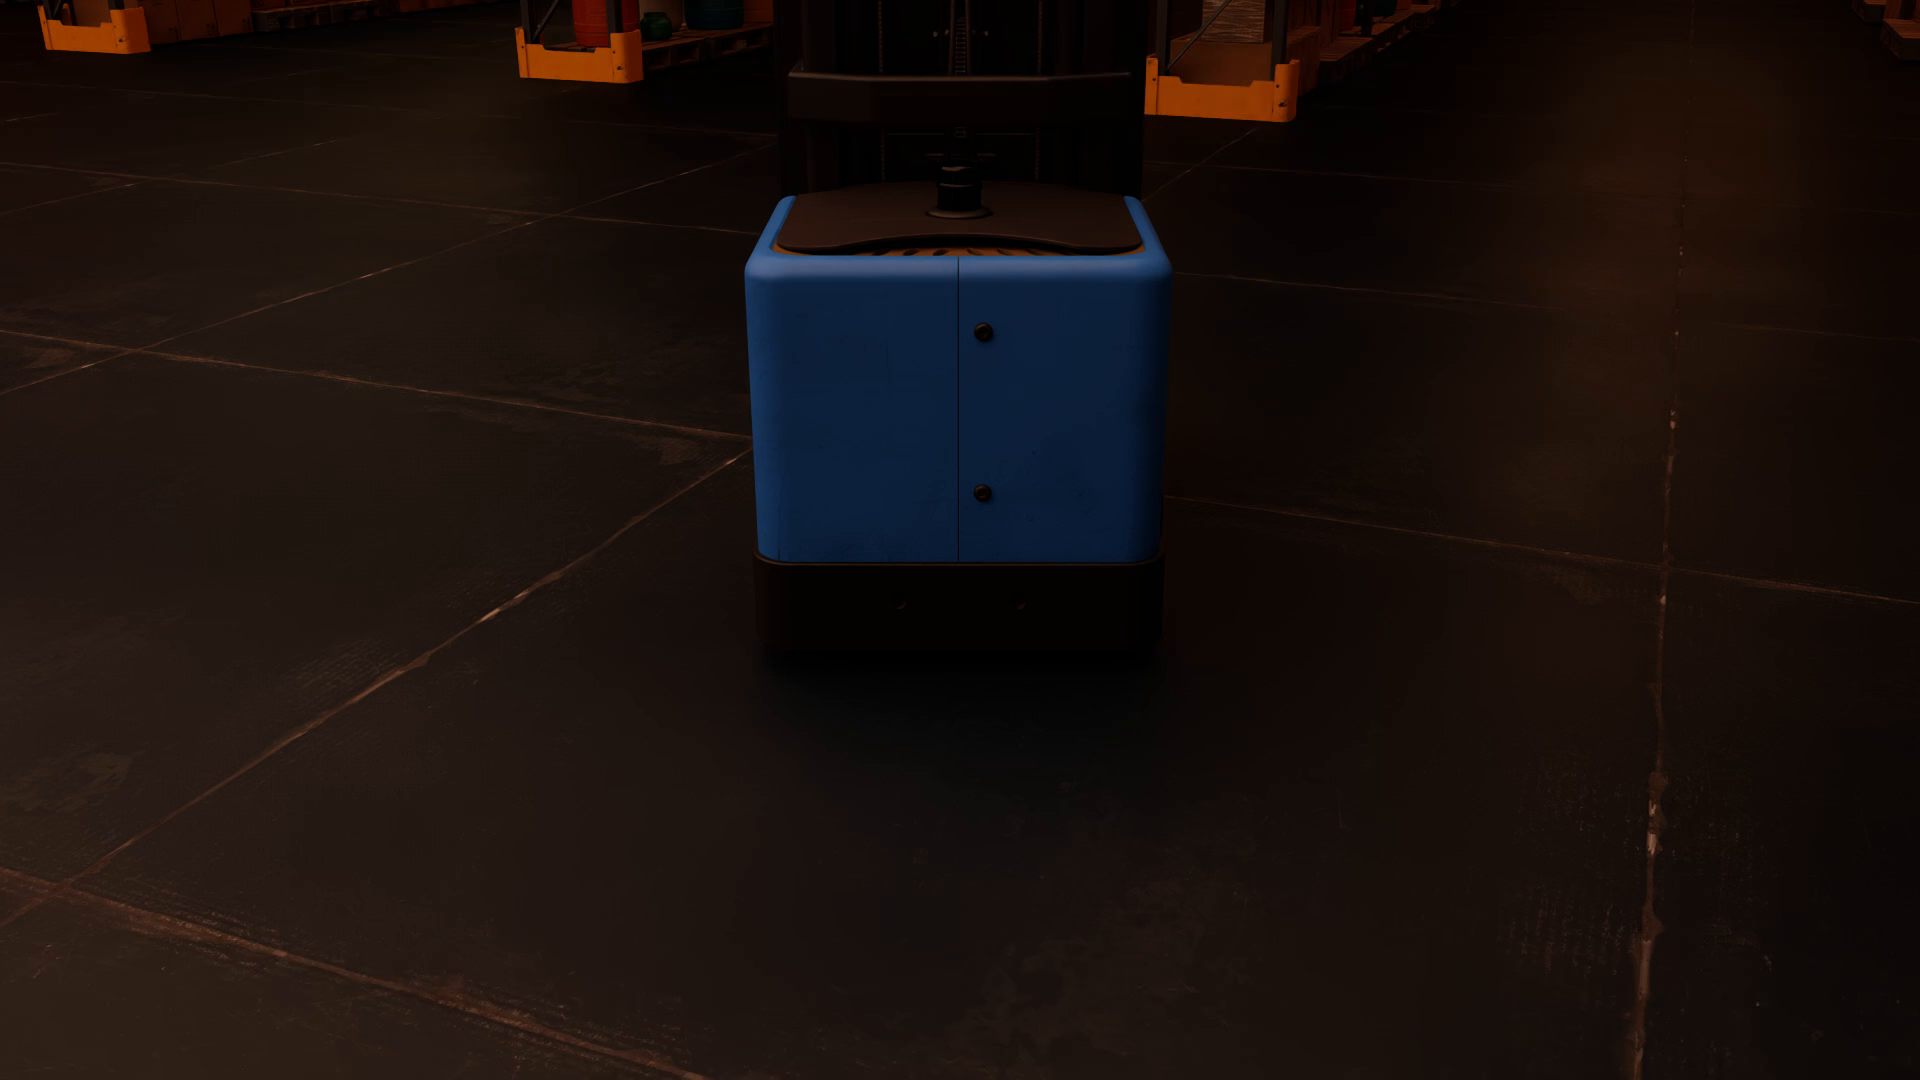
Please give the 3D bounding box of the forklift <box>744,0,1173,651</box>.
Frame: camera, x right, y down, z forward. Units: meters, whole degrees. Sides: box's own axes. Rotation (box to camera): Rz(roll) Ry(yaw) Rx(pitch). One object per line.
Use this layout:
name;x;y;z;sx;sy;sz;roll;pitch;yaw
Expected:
forklift;0.002;-1.587;5.089;1.130;2.935;3.031;0;23;0
